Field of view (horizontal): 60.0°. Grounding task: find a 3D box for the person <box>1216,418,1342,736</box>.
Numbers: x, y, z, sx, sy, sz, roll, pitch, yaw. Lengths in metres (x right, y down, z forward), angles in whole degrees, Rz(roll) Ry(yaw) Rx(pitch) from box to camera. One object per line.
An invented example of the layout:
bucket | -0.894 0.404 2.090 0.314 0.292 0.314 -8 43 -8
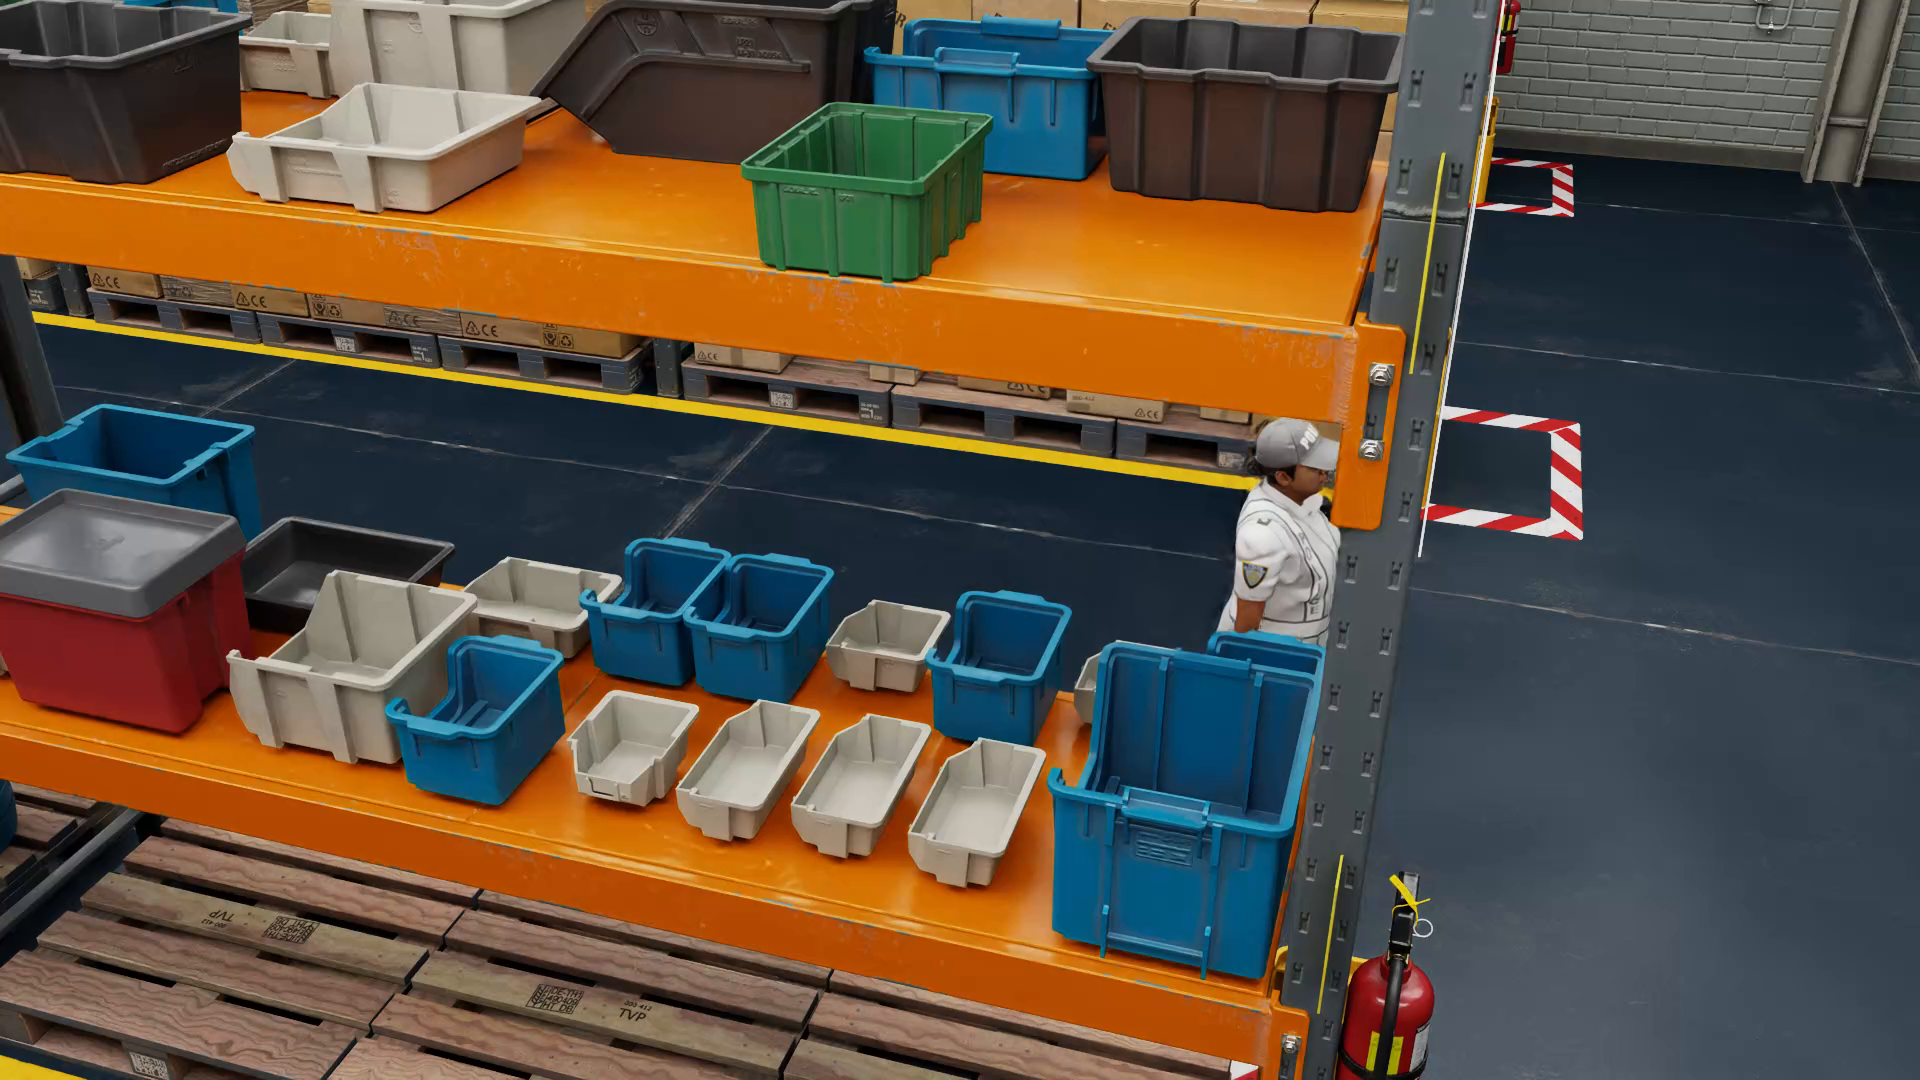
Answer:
person | 1.064 0.365 5.453 0.450 1.681 0.499 11 31 18
